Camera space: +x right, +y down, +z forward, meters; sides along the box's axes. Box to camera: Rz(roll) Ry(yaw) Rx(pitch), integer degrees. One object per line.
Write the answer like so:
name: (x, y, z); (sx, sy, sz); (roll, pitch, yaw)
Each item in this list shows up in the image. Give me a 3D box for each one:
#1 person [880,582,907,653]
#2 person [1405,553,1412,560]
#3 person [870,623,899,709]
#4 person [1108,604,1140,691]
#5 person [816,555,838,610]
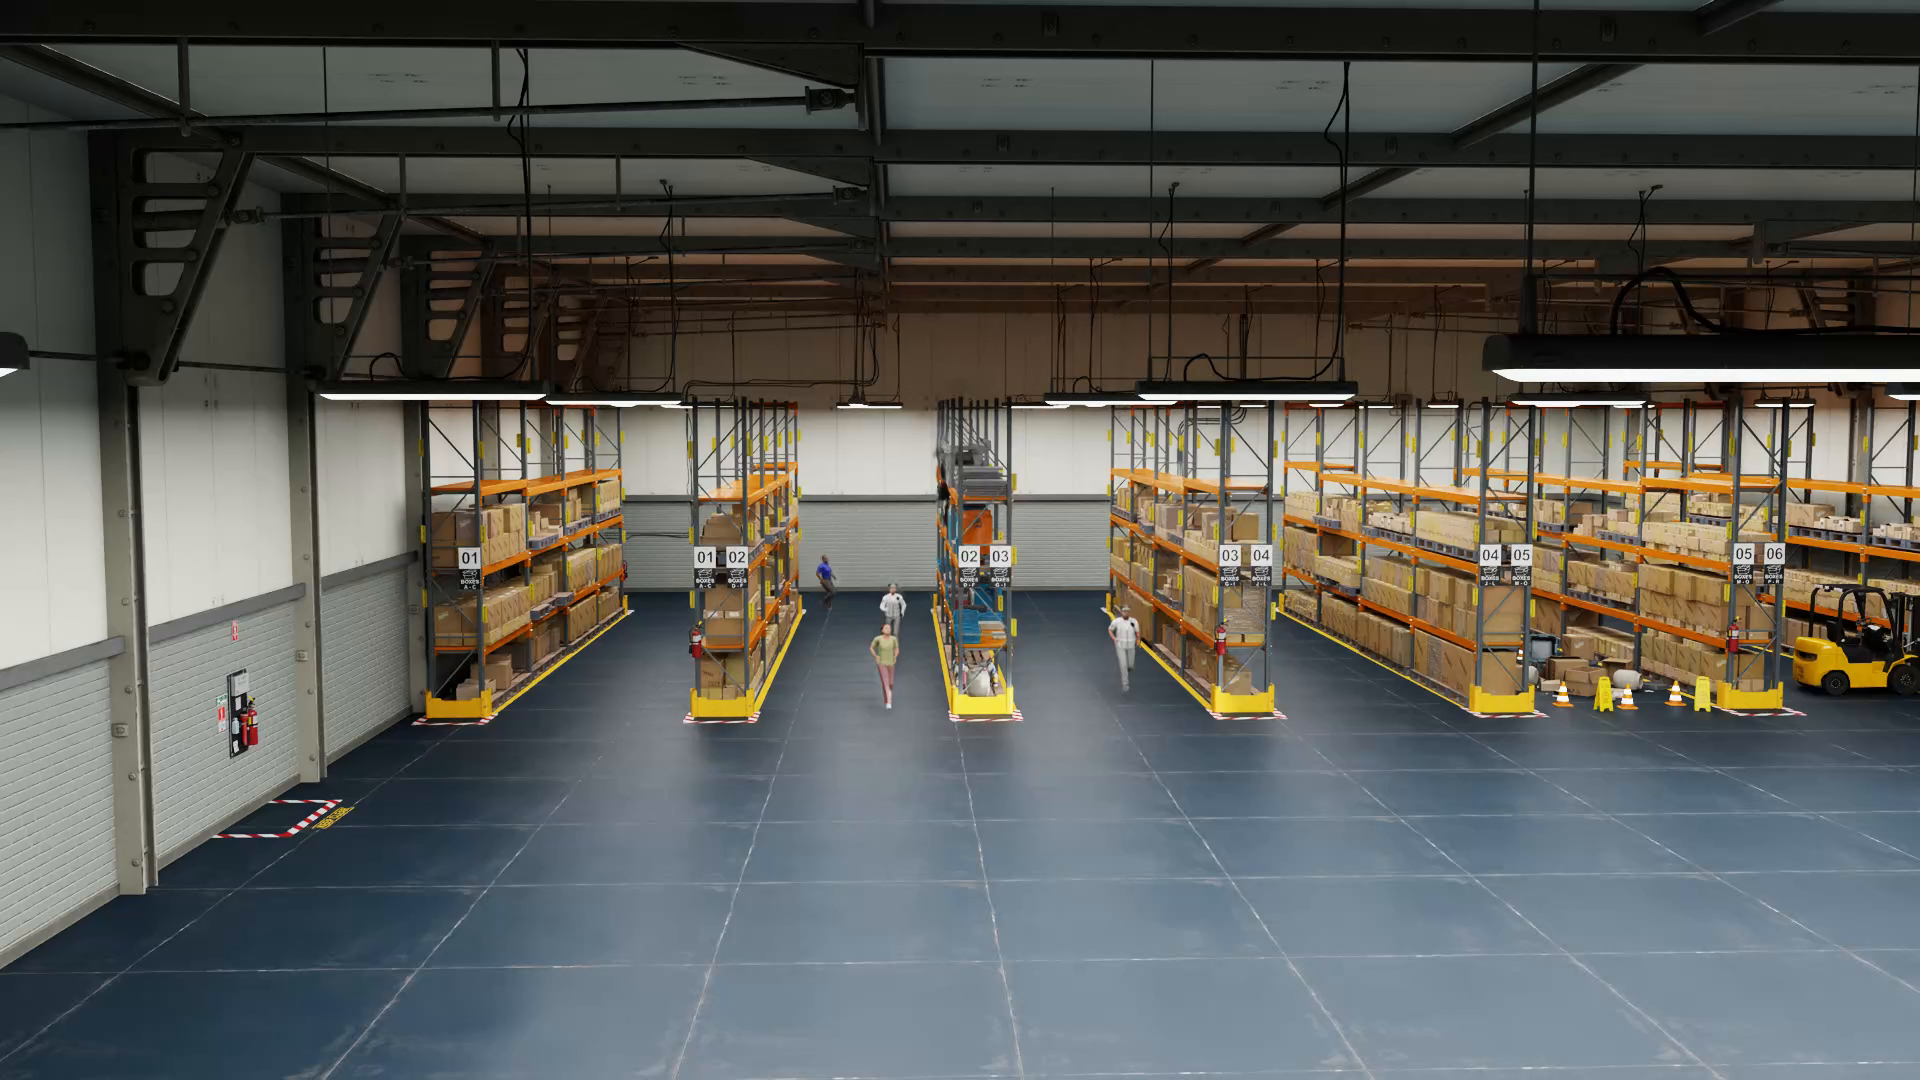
person: (-1.606, 1.830, 39.676); (0.601, 1.663, 0.759); (0, 4, -3)
person: (13.223, 1.084, 49.235); (0.571, 1.696, 0.686); (1, 4, 9)
person: (-1.462, 2.416, 32.316); (0.582, 1.651, 0.728); (-1, 5, -16)
person: (3.410, 2.204, 34.417); (0.662, 1.770, 0.812); (0, 4, -6)
person: (-3.808, 1.228, 47.872); (0.502, 1.612, 0.649); (2, 5, 24)
